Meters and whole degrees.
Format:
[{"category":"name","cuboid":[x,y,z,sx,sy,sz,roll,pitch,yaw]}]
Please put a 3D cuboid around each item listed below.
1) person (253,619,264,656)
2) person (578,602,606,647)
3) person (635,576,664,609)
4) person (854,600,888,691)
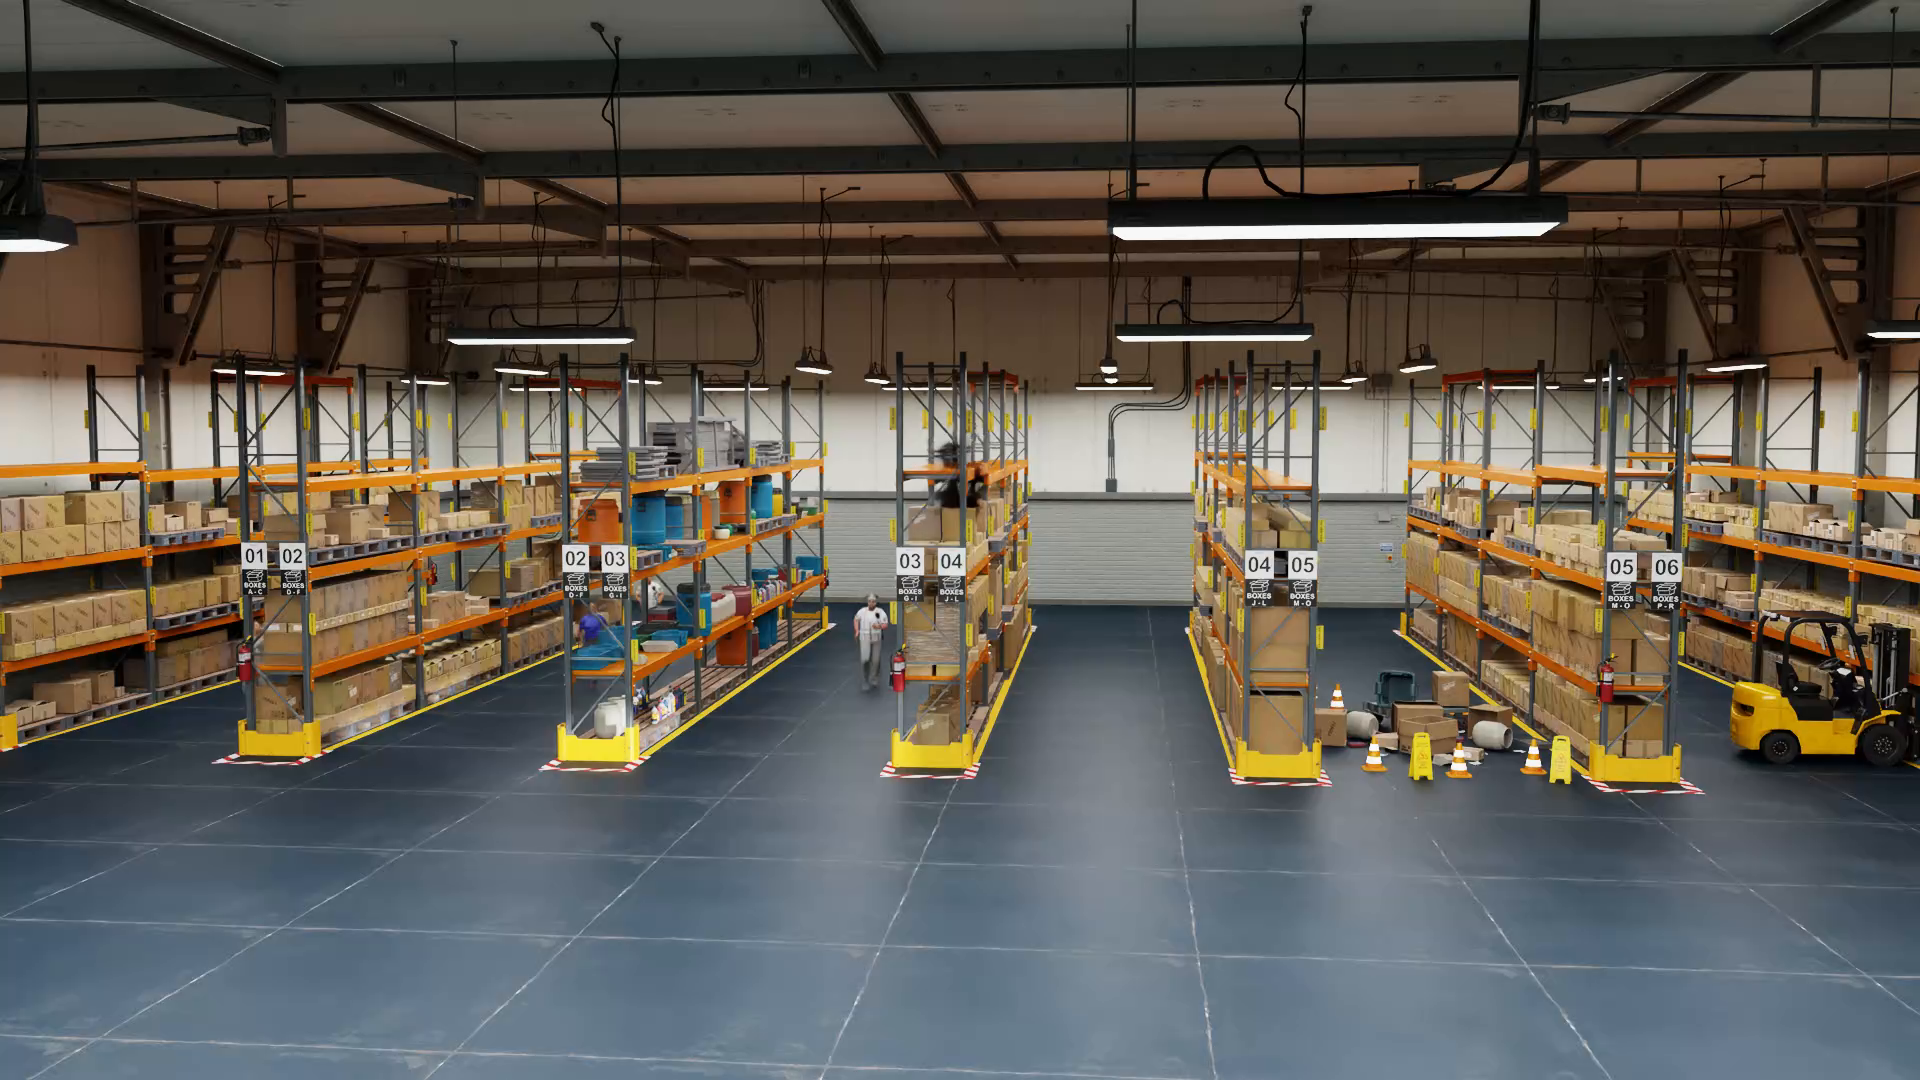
[{"category":"person","cuboid":[-11.855,2.179,28.008,0.531,1.720,0.738,0,4,-6]},{"category":"person","cuboid":[-6.907,1.589,31.269,0.575,0.826,0.365,-1,4,-8]},{"category":"person","cuboid":[-6.992,1.541,37.320,0.606,1.611,0.571,0,4,1]},{"category":"person","cuboid":[-1.665,1.941,31.159,0.631,1.798,0.768,0,4,-5]}]
